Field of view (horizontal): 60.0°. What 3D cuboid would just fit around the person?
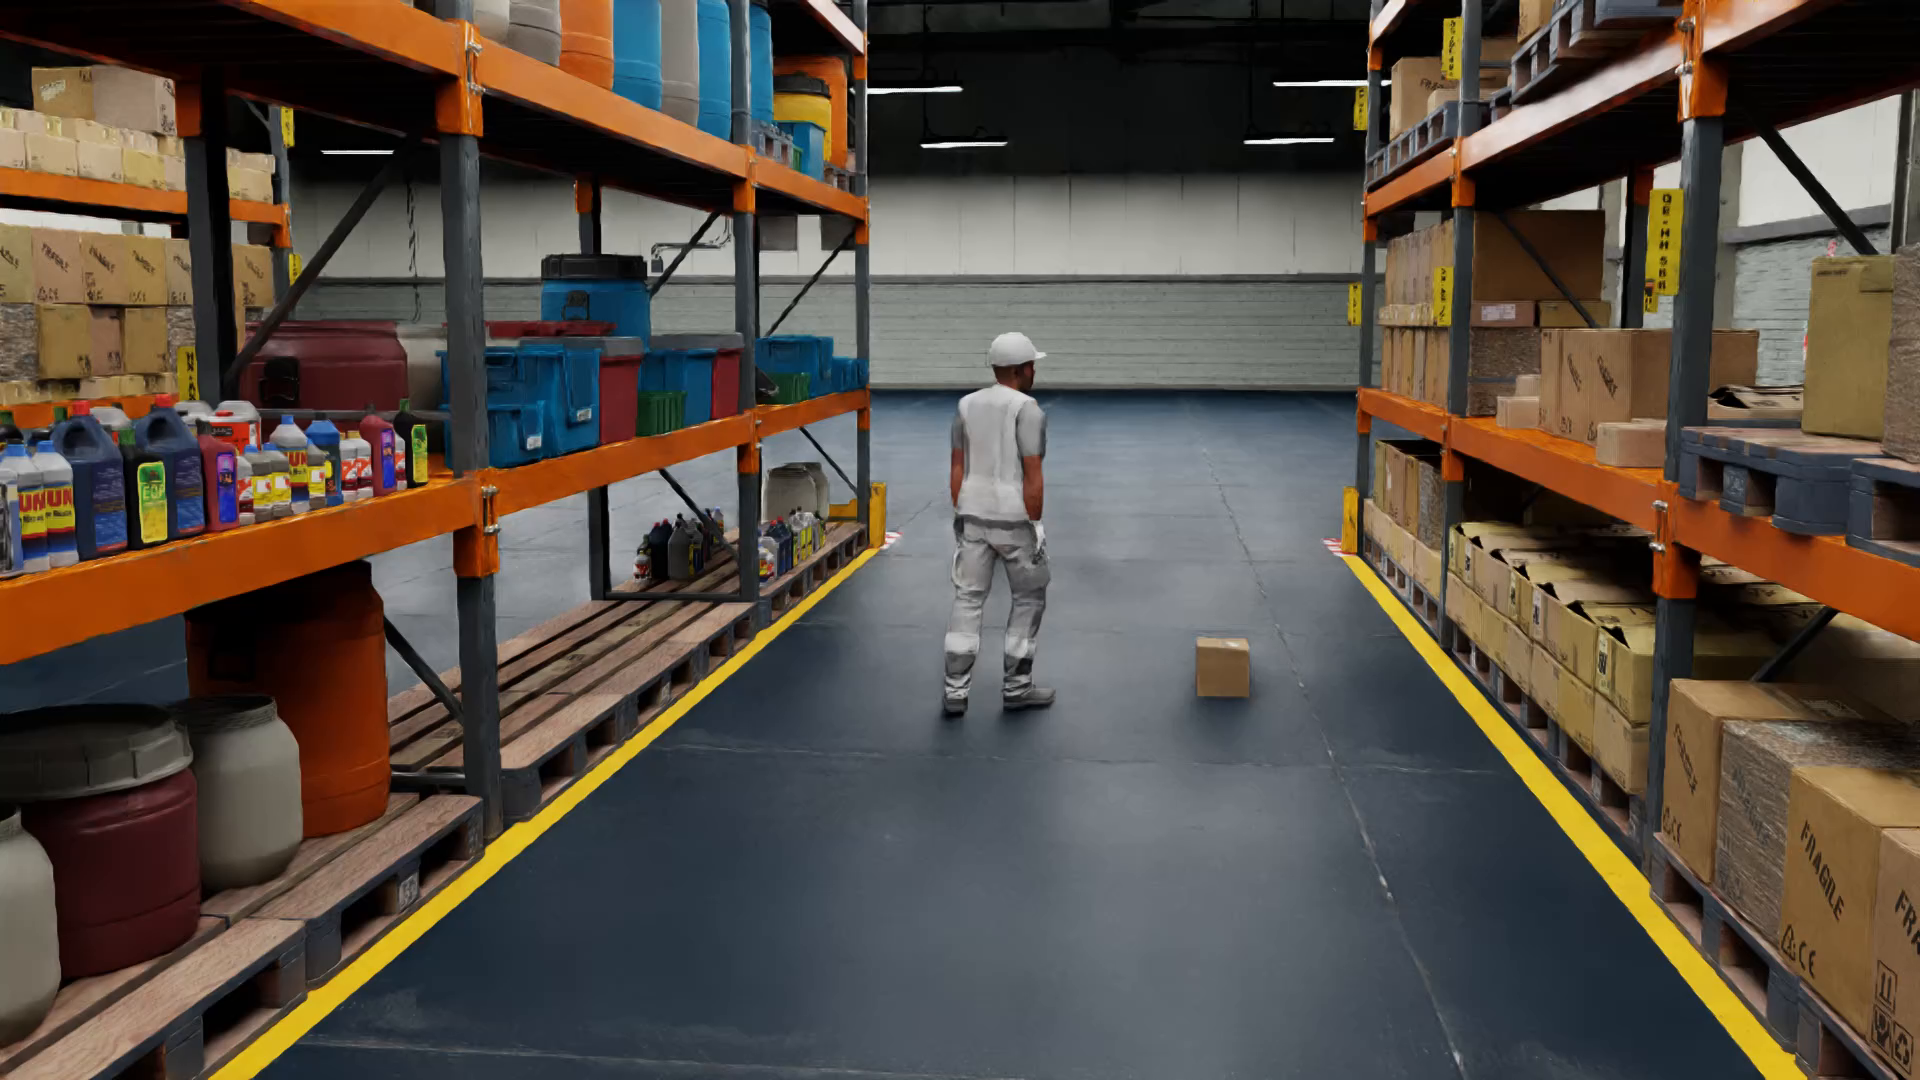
[{"bbox_3d":[0.176,-0.081,7.831,0.566,1.781,0.585,5,9,36],"label":"person"}]
